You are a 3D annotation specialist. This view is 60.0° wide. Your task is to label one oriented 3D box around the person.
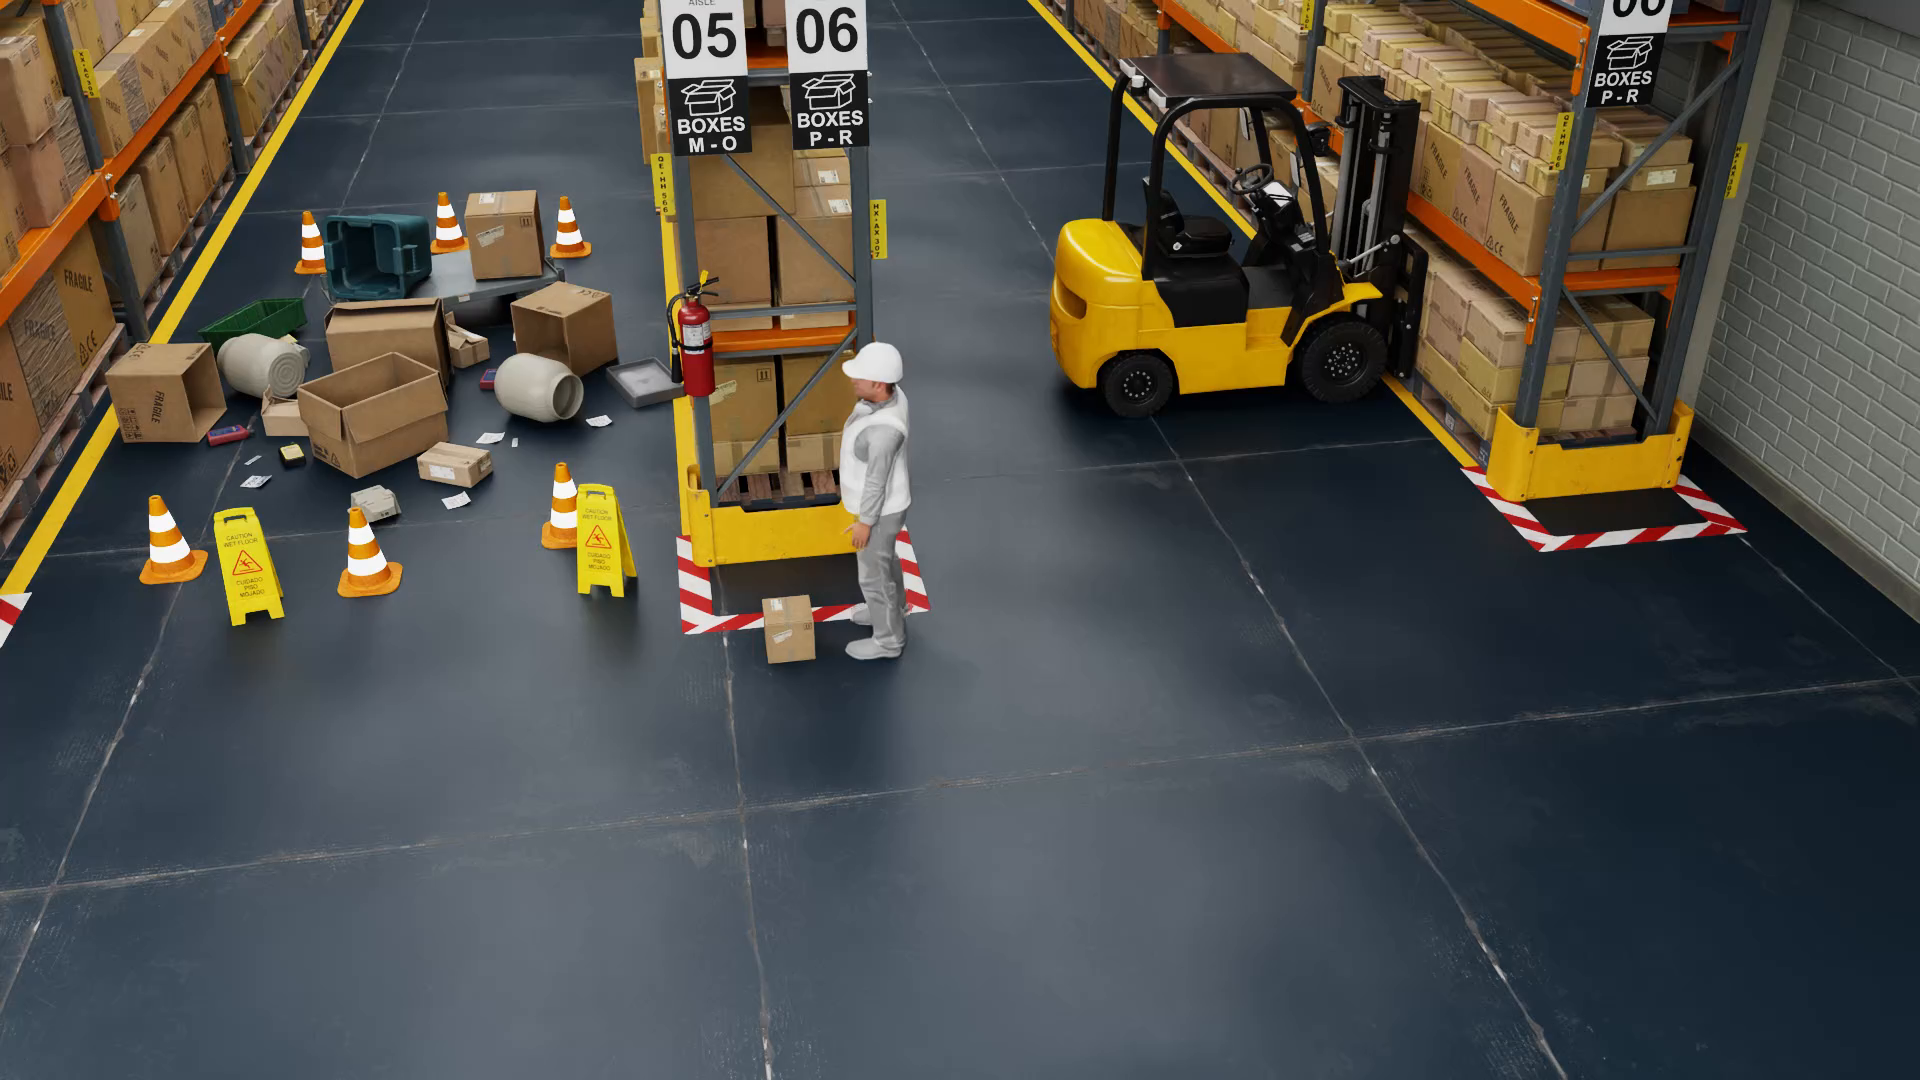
[{"bbox_3d":[-0.433,-0.203,8.460,0.363,1.777,0.592,-2,31,-4],"label":"person"}]
